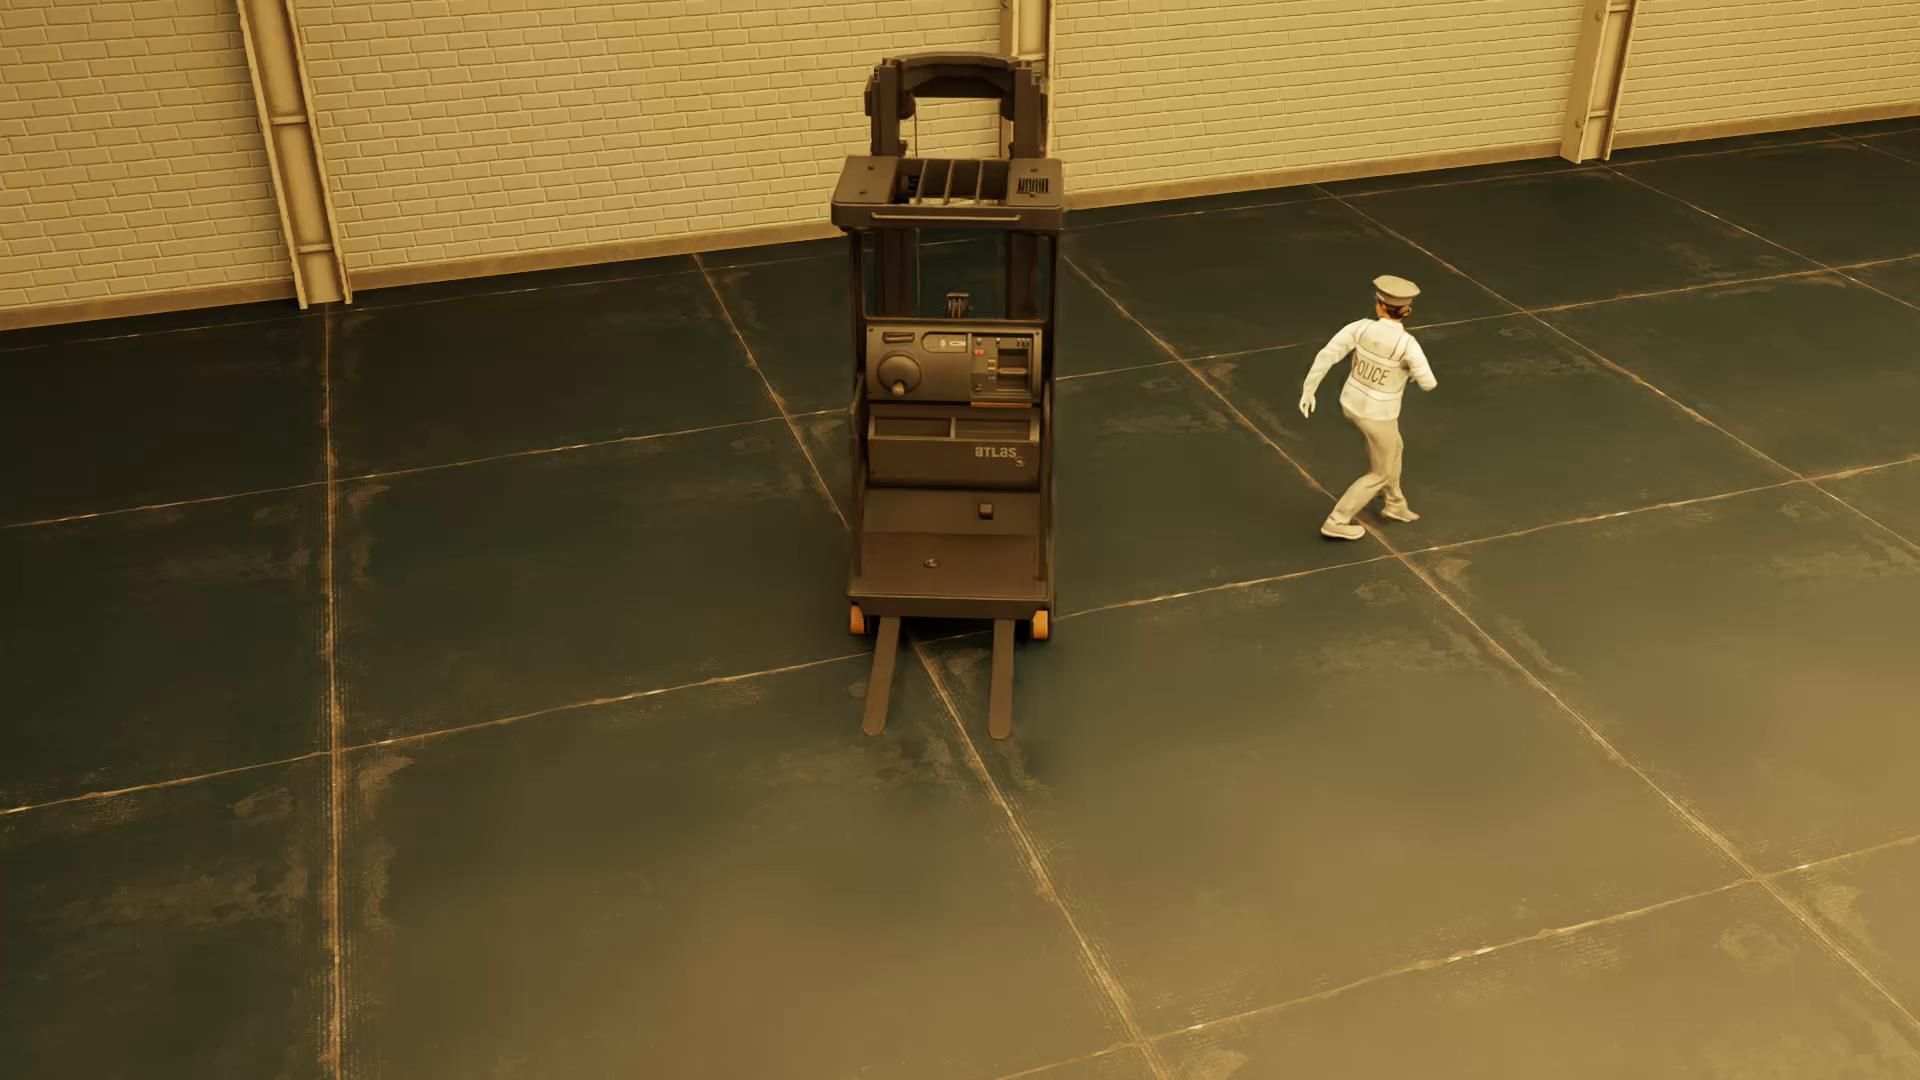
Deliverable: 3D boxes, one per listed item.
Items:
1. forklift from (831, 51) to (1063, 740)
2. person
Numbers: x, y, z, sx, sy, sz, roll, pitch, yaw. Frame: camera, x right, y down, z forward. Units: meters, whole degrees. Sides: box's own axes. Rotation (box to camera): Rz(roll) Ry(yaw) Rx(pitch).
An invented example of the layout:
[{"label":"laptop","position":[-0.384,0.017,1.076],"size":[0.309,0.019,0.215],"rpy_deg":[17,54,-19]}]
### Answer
[{"label":"forklift","position":[-0.041,-0.892,8.637],"size":[1.130,2.935,3.031],"rpy_deg":[1,30,3]},{"label":"person","position":[2.454,-0.748,9.771],"size":[0.850,1.644,0.527],"rpy_deg":[-13,33,-22]}]
